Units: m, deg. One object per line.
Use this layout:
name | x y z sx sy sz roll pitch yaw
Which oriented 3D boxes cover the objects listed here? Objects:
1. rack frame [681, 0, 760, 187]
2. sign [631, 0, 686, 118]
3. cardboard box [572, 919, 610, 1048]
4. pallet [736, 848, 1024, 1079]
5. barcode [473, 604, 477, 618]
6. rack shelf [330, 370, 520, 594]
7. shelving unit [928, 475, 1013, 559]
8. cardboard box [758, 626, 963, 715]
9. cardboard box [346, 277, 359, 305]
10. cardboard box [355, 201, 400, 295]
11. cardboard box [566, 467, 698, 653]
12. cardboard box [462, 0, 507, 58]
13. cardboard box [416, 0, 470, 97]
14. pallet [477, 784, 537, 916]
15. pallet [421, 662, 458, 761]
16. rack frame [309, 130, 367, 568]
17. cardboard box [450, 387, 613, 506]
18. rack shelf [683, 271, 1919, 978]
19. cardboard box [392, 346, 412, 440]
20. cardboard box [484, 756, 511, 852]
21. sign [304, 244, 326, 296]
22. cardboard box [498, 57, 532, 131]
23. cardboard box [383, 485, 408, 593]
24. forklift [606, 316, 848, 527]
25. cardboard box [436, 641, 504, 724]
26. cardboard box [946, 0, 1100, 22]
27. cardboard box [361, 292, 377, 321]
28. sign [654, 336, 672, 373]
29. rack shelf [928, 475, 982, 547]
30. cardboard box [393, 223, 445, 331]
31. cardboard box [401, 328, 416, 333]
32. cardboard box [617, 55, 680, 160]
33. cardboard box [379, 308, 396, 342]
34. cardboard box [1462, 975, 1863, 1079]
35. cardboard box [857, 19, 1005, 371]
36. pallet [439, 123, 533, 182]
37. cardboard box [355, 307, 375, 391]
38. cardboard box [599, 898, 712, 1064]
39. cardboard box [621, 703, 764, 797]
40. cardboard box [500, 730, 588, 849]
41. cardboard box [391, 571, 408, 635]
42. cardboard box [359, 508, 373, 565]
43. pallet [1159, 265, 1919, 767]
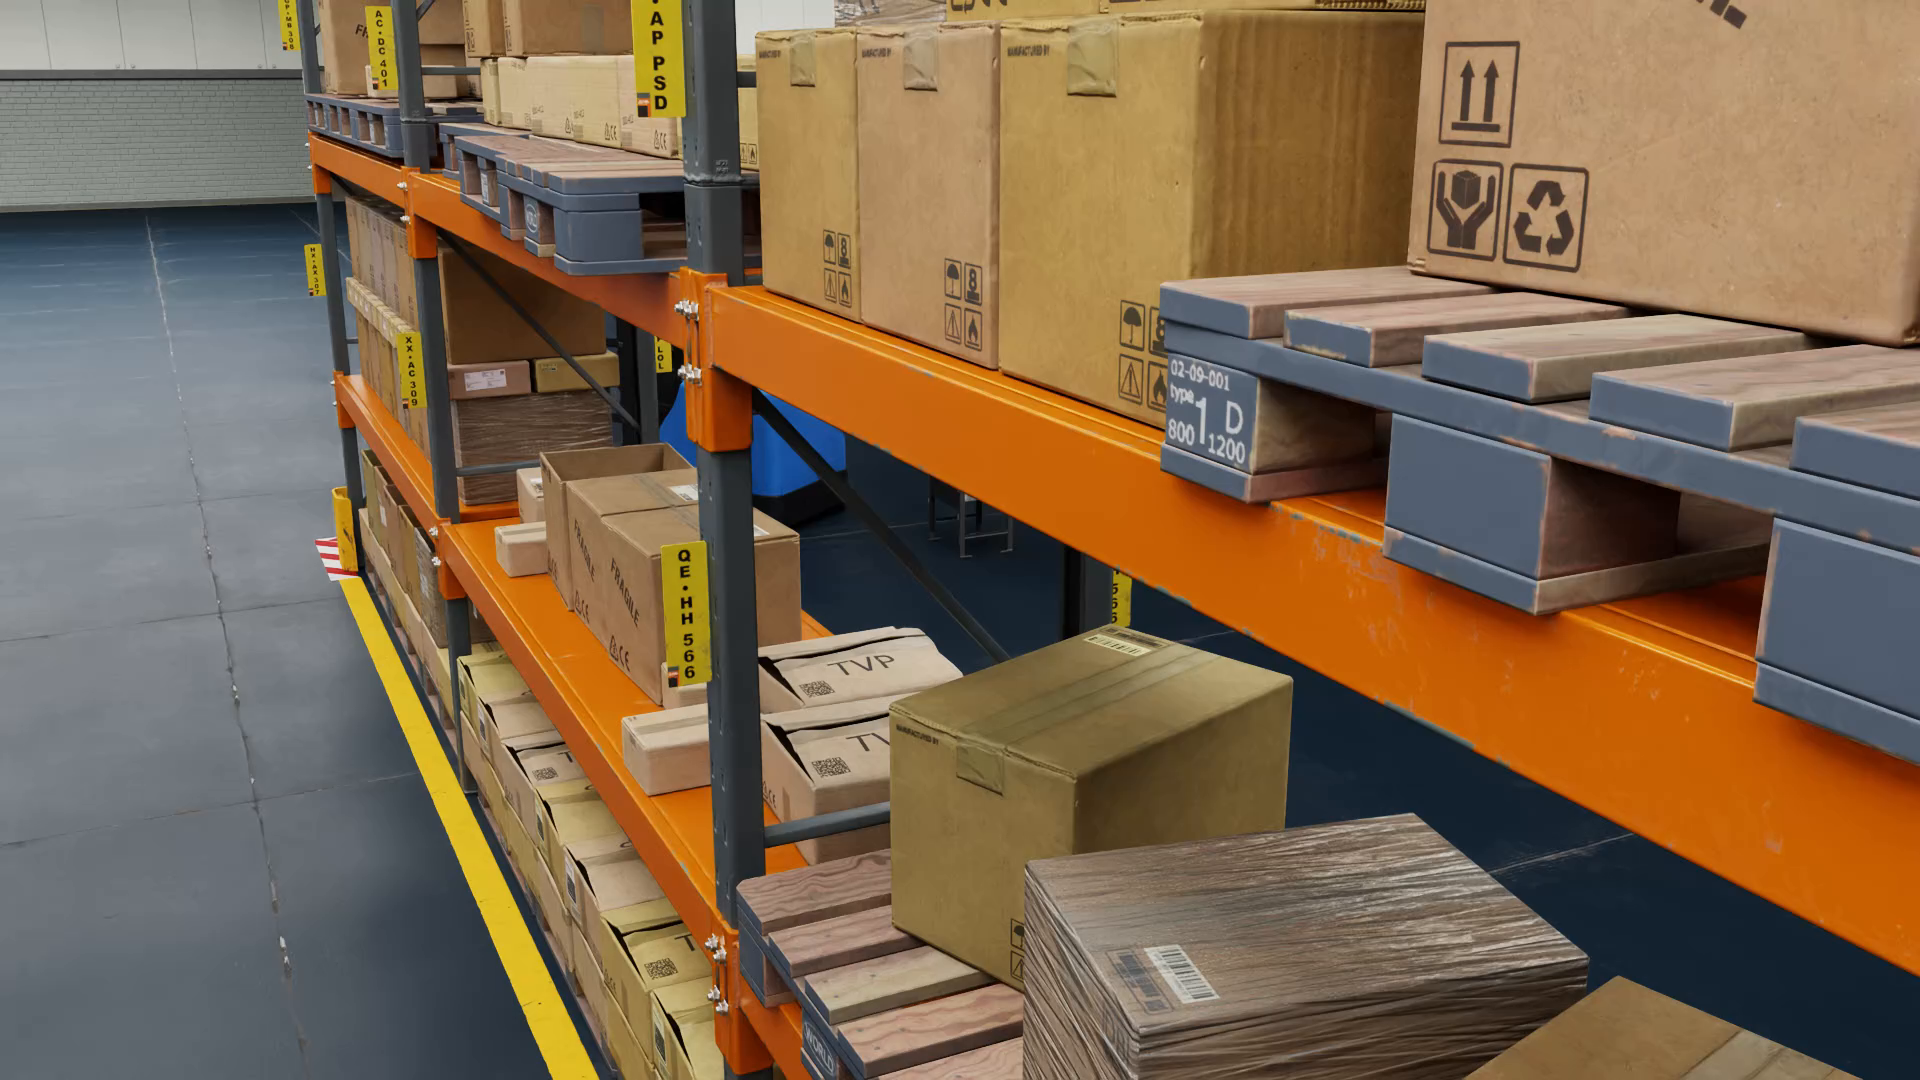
rack frame | -0.101 -2.231 3.211 1.000 3.000 0.127 -8 18 -25
sign | -0.603 -1.011 3.316 0.100 0.325 0.005 -8 18 -25
cardboard box | -0.997 1.419 5.591 0.500 0.250 0.500 -7 18 -24
pallet | 0.260 0.904 3.509 1.213 0.211 1.003 -8 18 -25
barcode | -2.115 0.303 7.250 0.001 0.075 0.075 -8 18 -25
rack shelf | -2.729 -0.489 9.322 1.077 0.370 4.000 -8 18 -25
shelving unit | 0.073 -0.968 11.318 0.431 2.100 0.503 -8 18 -25
cardboard box | -0.318 0.450 4.905 0.500 0.311 0.500 -8 18 -26
cardboard box | -3.627 -1.568 10.418 0.380 0.149 0.250 -8 18 -25
cardboard box | -3.154 -1.742 9.851 0.700 0.500 0.500 -8 18 -26
cardboard box | -1.081 0.060 5.922 0.500 0.500 0.500 -8 18 -25
cardboard box | -1.618 -2.113 6.391 0.500 0.500 0.500 -7 18 -24
cardboard box | -2.461 -2.523 8.465 0.797 0.503 0.637 -6 17 -19
pallet | -1.495 1.179 7.259 1.003 0.211 1.213 -8 18 -25
pallet | -2.164 0.799 8.584 1.003 0.211 1.213 -8 18 -25
rack frame | -3.605 -1.331 10.951 1.000 3.000 0.127 -8 18 -25
cardboard box | -2.053 -0.496 7.861 0.700 0.500 0.500 -8 18 -26
rack shelf | 0.776 0.053 1.996 1.077 0.370 4.000 -8 18 -25
cardboard box | -2.732 -0.878 9.192 0.700 0.500 0.500 -7 17 -23
cardboard box | -1.676 1.038 6.921 0.500 0.250 0.500 -7 18 -24
sign | -4.107 -1.720 10.592 0.100 0.325 0.005 -8 18 -25
cardboard box | -1.348 -1.621 6.034 0.500 0.250 0.500 -10 19 -30
cardboard box | -2.916 -0.040 9.314 0.500 0.500 0.500 -8 18 -25
forklift | -2.398 -1.717 12.420 3.031 2.935 1.130 8 18 25
cardboard box | -2.253 0.692 8.125 0.500 0.250 0.500 -8 18 -25
cardboard box | 0.308 -1.082 2.653 0.500 0.500 0.500 -8 18 -25
cardboard box | -3.292 -1.378 9.756 0.380 0.149 0.250 -8 18 -26
sign | -1.369 -0.926 7.583 0.100 0.325 0.005 -8 18 -25
rack shelf | 0.073 -0.282 11.515 0.431 0.518 0.480 -8 18 -25
cardboard box | -2.494 -1.369 8.552 0.700 0.500 0.500 -8 18 -25
cardboard box | -2.609 -0.993 8.416 0.380 0.149 0.250 -8 18 -25
cardboard box | -0.596 -1.152 4.401 0.500 0.250 0.500 -7 17 -23
cardboard box | -2.954 -1.186 9.089 0.380 0.149 0.250 -7 18 -24
cardboard box | 0.822 0.964 2.011 0.700 0.500 0.500 -13 21 -39
cardboard box | 0.344 -0.607 2.807 0.910 0.500 0.500 -8 18 -25
pallet | -1.455 -1.472 6.350 0.805 0.209 1.217 -8 18 -27
cardboard box | -3.412 -1.262 10.528 0.700 0.500 0.500 -8 18 -25
cardboard box | -0.785 1.275 5.077 0.500 0.311 0.500 -8 18 -26
cardboard box | -0.743 0.584 4.734 0.380 0.149 0.250 -8 18 -25
cardboard box | -1.453 0.897 6.395 0.500 0.311 0.500 -8 18 -27
cardboard box | -2.915 0.321 9.418 0.500 0.250 0.500 -8 18 -25
cardboard box | -3.570 -0.051 10.715 0.500 0.250 0.500 -8 18 -25
pallet | 0.972 -0.134 1.682 1.213 0.211 1.003 -8 18 -25
